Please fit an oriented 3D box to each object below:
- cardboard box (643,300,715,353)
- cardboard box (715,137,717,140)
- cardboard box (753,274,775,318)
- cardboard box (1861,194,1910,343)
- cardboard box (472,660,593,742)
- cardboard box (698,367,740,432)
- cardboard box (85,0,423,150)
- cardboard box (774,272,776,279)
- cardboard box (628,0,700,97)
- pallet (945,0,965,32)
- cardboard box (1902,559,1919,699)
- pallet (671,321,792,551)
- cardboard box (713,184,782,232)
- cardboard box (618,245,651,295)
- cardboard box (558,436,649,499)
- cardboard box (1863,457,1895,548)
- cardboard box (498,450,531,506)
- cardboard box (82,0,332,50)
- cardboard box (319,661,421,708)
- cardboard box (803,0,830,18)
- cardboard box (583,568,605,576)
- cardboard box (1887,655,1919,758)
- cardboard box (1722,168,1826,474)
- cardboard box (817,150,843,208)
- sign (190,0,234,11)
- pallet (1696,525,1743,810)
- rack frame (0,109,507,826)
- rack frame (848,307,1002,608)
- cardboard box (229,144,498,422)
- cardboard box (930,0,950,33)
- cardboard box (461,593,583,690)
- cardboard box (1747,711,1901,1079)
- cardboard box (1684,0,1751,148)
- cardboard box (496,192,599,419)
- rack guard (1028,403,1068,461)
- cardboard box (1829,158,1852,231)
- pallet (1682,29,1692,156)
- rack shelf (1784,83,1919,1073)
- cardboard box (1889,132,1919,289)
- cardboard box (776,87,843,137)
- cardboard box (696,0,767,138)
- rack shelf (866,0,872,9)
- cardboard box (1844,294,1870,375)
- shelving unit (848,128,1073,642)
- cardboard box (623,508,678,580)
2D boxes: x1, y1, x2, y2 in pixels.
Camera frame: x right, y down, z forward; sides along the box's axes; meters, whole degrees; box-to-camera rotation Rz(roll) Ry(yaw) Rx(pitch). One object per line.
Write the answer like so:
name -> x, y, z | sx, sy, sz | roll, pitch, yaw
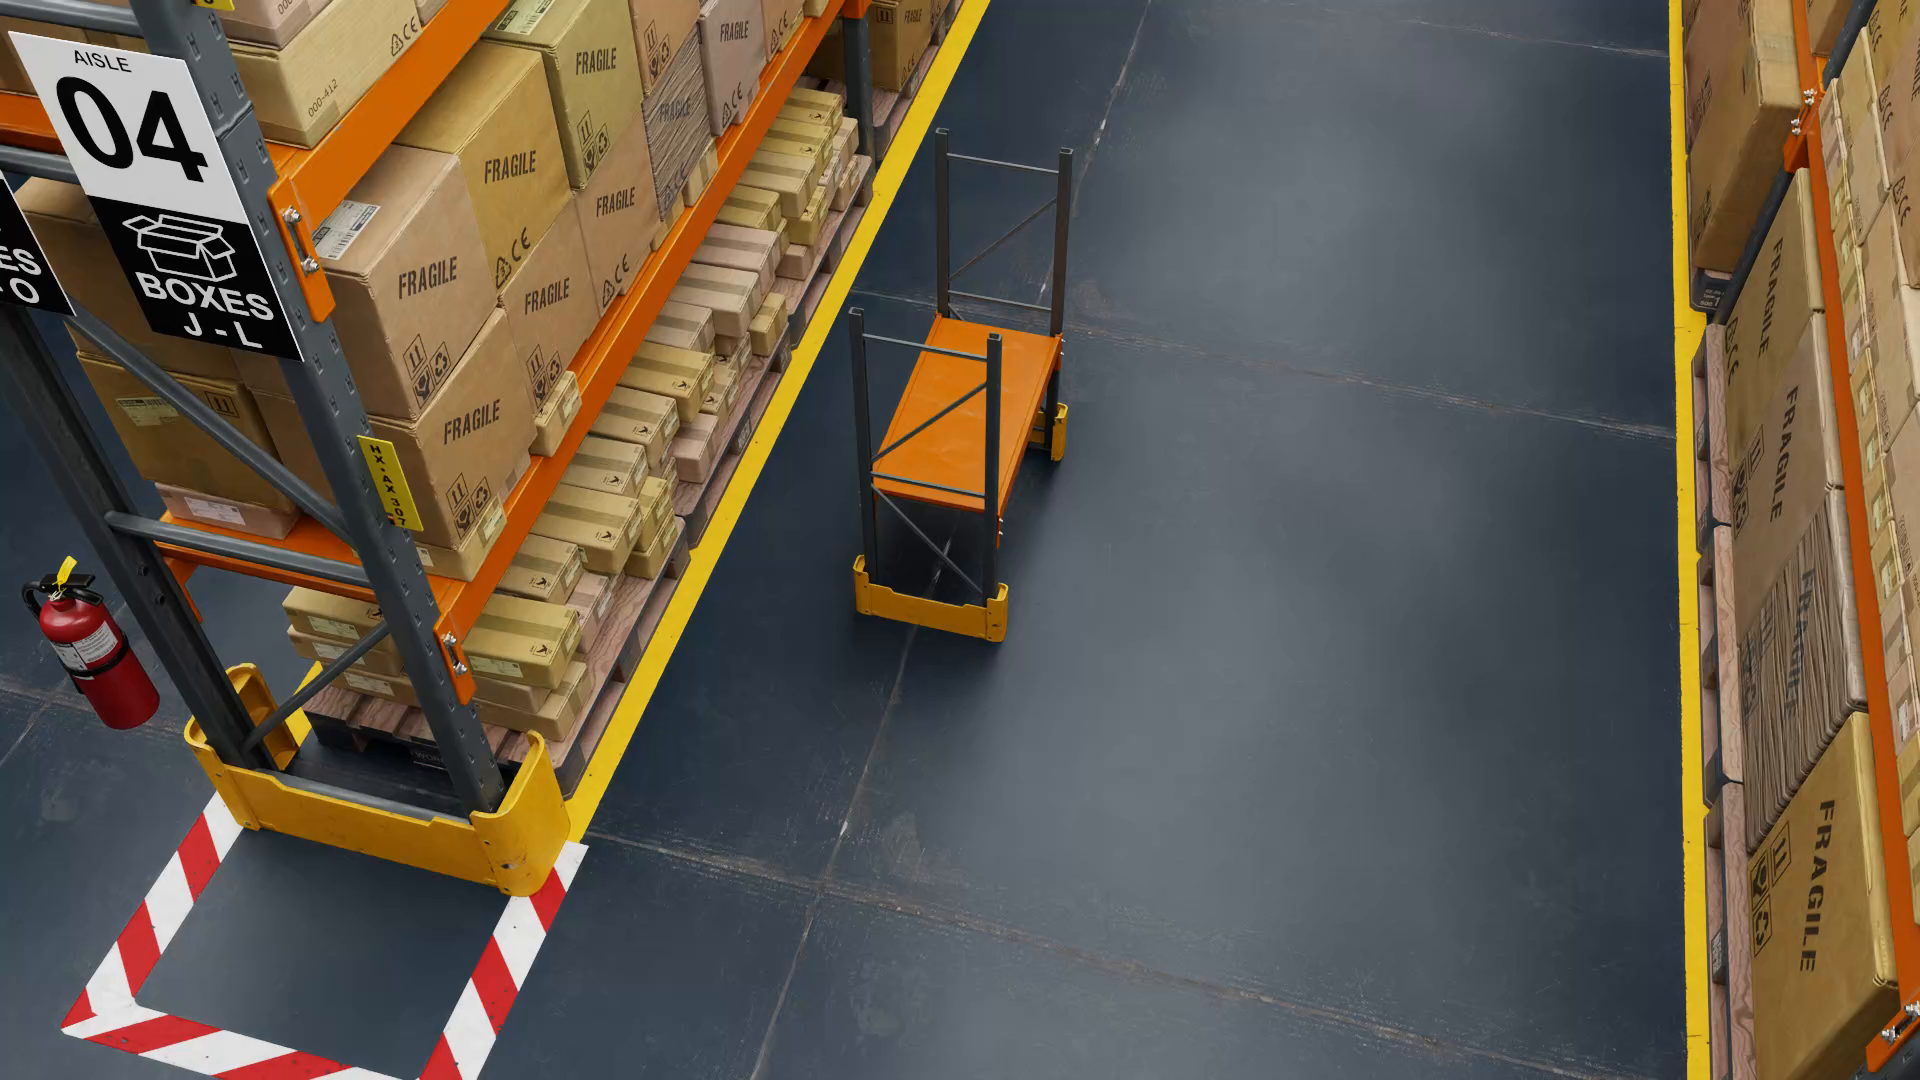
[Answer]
cardboard box -> -1.201, -0.822, 6.618 | 0.380, 0.149, 0.250 | 12, 50, 10
cardboard box -> -1.108, -1.572, 6.223 | 0.380, 0.149, 0.250 | 11, 49, 9
cardboard box -> -1.013, -1.112, 7.073 | 0.380, 0.149, 0.250 | 13, 50, 11
cardboard box -> 3.200, -0.829, 5.301 | 0.500, 0.250, 0.500 | 13, 50, 11
cardboard box -> -1.522, 0.527, 5.824 | 0.380, 0.149, 0.250 | 12, 50, 11
cardboard box -> -1.127, -0.594, 6.814 | 0.380, 0.149, 0.250 | 12, 50, 10
cardboard box -> -1.604, -1.178, 3.808 | 0.500, 0.250, 0.500 | 13, 50, 11
cardboard box -> -1.033, -1.157, 7.311 | 0.380, 0.149, 0.250 | 10, 49, 9
cardboard box -> -1.178, -1.803, 5.328 | 0.500, 0.500, 0.500 | 10, 49, 9
pallet -> -0.393, -3.380, 9.512 | 1.003, 0.211, 1.213 | 12, 50, 10
cardboard box -> 2.796, 0.272, 4.330 | 0.500, 0.250, 0.500 | 11, 49, 9
pallet -> -1.377, -0.554, 7.017 | 1.003, 0.211, 1.213 | 12, 50, 10
cardboard box -> -0.989, -1.392, 7.121 | 0.380, 0.149, 0.250 | 13, 50, 11
cardboard box -> -1.294, -1.003, 5.721 | 0.380, 0.149, 0.250 | 11, 49, 9
cardboard box -> -1.371, -0.241, 6.106 | 0.380, 0.149, 0.250 | 9, 49, 8
cardboard box -> 2.901, -0.075, 4.902 | 0.380, 0.149, 0.250 | 12, 50, 10
cardboard box -> -1.540, -0.240, 5.048 | 0.380, 0.149, 0.250 | 13, 50, 11
cardboard box -> -1.599, -1.343, 3.619 | 0.500, 0.250, 0.500 | 12, 50, 11
cardboard box -> -2.031, 0.421, 5.918 | 0.380, 0.149, 0.250 | 12, 50, 11
cardboard box -> -0.728, -2.311, 6.875 | 0.380, 0.149, 0.250 | 10, 49, 9
cardboard box -> -1.477, 0.035, 6.060 | 0.380, 0.149, 0.250 | 12, 50, 11
cardboard box -> 2.701, 0.481, 4.412 | 0.380, 0.149, 0.250 | 12, 50, 10
cardboard box -> 3.592, -0.777, 6.491 | 0.875, 0.875, 0.875 | 12, 50, 10
cardboard box -> -0.751, -1.660, 7.556 | 0.380, 0.149, 0.250 | 9, 49, 8
sign -> -1.445, -1.136, 3.087 | 0.100, 0.325, 0.005 | 12, 50, 10
pallet -> 3.248, 0.540, 6.052 | 1.003, 0.211, 1.213 | 12, 50, 10
rack frame -> -1.968, 0.039, 4.634 | 1.000, 3.000, 0.127 | 12, 50, 10
rack frame -> -0.111, -0.190, 5.836 | 0.500, 1.500, 0.032 | 12, 50, 10
cardboard box -> -1.594, -0.696, 4.350 | 0.500, 0.500, 0.500 | 11, 50, 10
cardboard box -> -0.328, -3.031, 8.731 | 0.500, 0.500, 0.500 | 14, 50, 12
cardboard box -> -1.503, 0.334, 5.598 | 0.380, 0.149, 0.250 | 10, 49, 8
cardboard box -> 2.881, 1.176, 4.767 | 0.875, 0.875, 0.875 | 12, 50, 10
cardboard box -> 4.227, -2.352, 7.881 | 1.225, 0.875, 0.875 | 10, 49, 9
cardboard box -> -1.467, -0.755, 5.069 | 0.500, 0.500, 0.500 | 12, 50, 10
rack guard -> 0.151, -0.498, 6.942 | 0.587, 0.250, 0.087 | 12, 50, 10
cardboard box -> 3.306, -1.190, 5.886 | 0.380, 0.149, 0.250 | 13, 50, 11
pallet -> 4.293, -2.338, 8.592 | 1.003, 0.211, 1.213 | 12, 50, 10
rack shelf -> 3.317, -0.118, 5.252 | 1.077, 0.370, 4.000 | 12, 50, 10
cardboard box -> 3.201, -1.072, 5.015 | 0.500, 0.500, 0.500 | 10, 49, 9
cardboard box -> -0.758, -1.938, 7.603 | 0.380, 0.149, 0.250 | 13, 50, 11
cardboard box -> -1.040, -1.845, 6.032 | 0.500, 0.500, 0.500 | 11, 50, 10
rack shelf -> -0.389, -4.063, 8.734 | 1.077, 0.370, 4.000 | 12, 50, 10
cardboard box -> 3.104, -0.633, 5.395 | 0.380, 0.149, 0.250 | 12, 50, 10
shelving unit -> 0.020, -0.551, 6.155 | 0.587, 1.500, 1.083 | 12, 50, 10
cardboard box -> -1.300, -0.022, 6.309 | 0.380, 0.149, 0.250 | 12, 50, 10
